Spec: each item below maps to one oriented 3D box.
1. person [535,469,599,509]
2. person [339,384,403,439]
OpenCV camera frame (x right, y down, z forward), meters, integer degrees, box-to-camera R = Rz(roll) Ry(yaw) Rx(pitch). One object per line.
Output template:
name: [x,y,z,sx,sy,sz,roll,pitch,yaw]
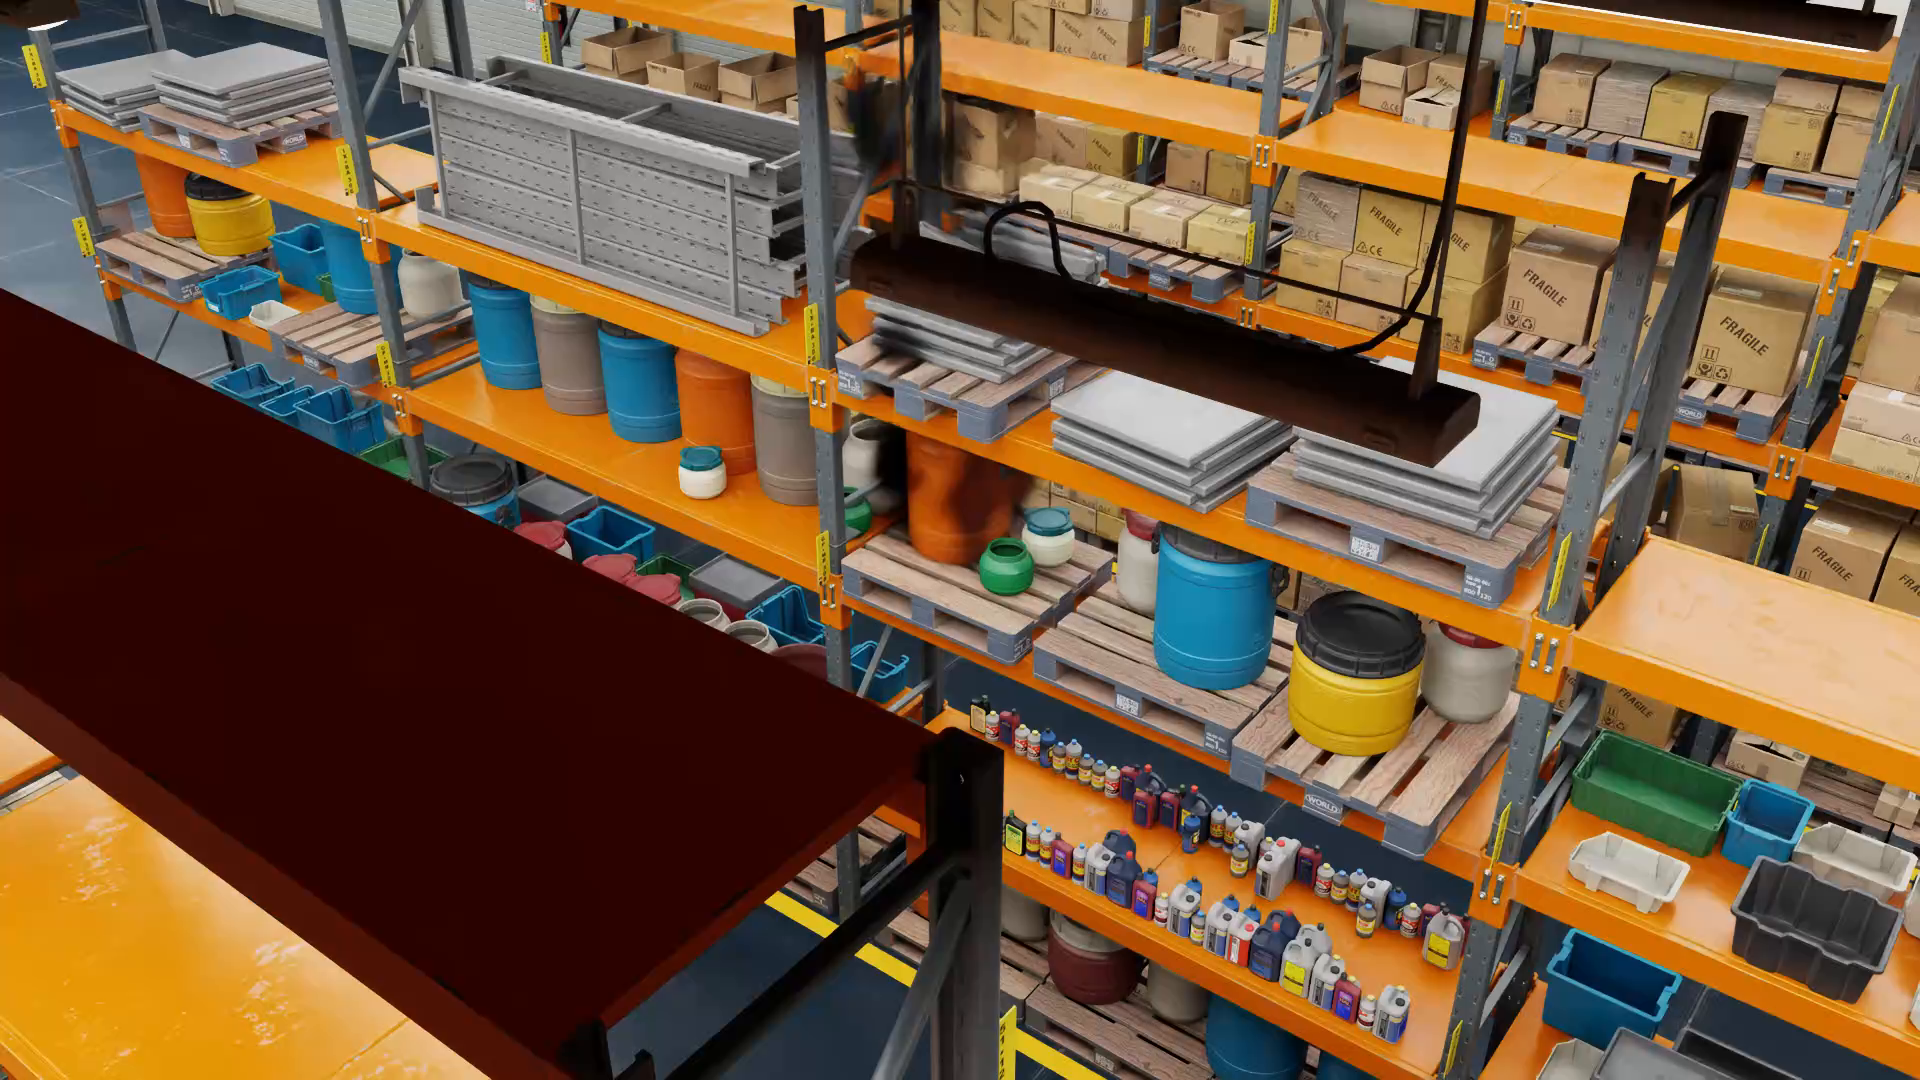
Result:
person: [-3.589,-0.823,15.018,0.698,1.717,0.559,17,35,26]
person: [-5.729,-1.446,15.895,0.894,1.779,0.695,9,33,14]
